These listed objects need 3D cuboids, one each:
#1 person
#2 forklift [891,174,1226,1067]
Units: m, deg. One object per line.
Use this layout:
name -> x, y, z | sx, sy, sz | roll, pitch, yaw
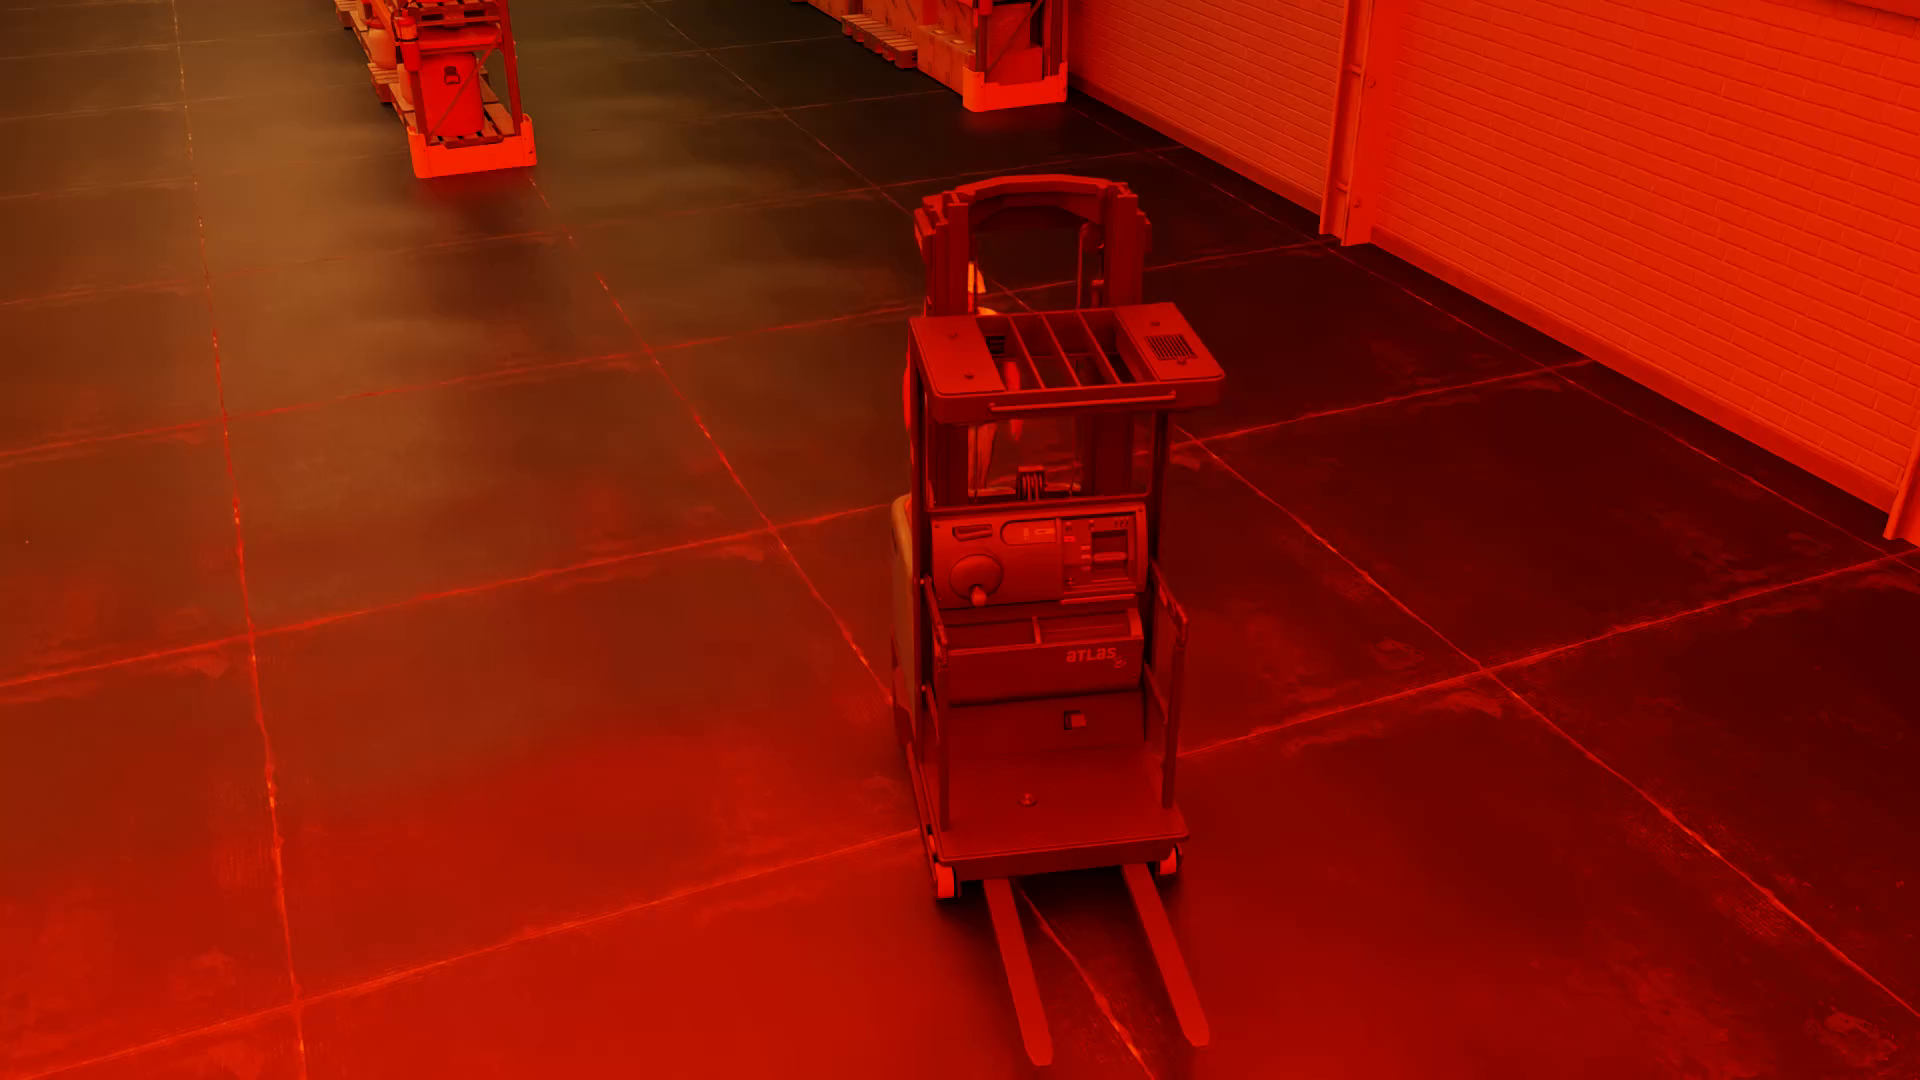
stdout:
person -> 0.027, -0.693, 9.529 | 0.689, 1.753, 0.614 | -3, 30, -5
forklift -> 0.378, 0.114, 6.921 | 1.130, 2.935, 3.031 | -4, 30, -8
